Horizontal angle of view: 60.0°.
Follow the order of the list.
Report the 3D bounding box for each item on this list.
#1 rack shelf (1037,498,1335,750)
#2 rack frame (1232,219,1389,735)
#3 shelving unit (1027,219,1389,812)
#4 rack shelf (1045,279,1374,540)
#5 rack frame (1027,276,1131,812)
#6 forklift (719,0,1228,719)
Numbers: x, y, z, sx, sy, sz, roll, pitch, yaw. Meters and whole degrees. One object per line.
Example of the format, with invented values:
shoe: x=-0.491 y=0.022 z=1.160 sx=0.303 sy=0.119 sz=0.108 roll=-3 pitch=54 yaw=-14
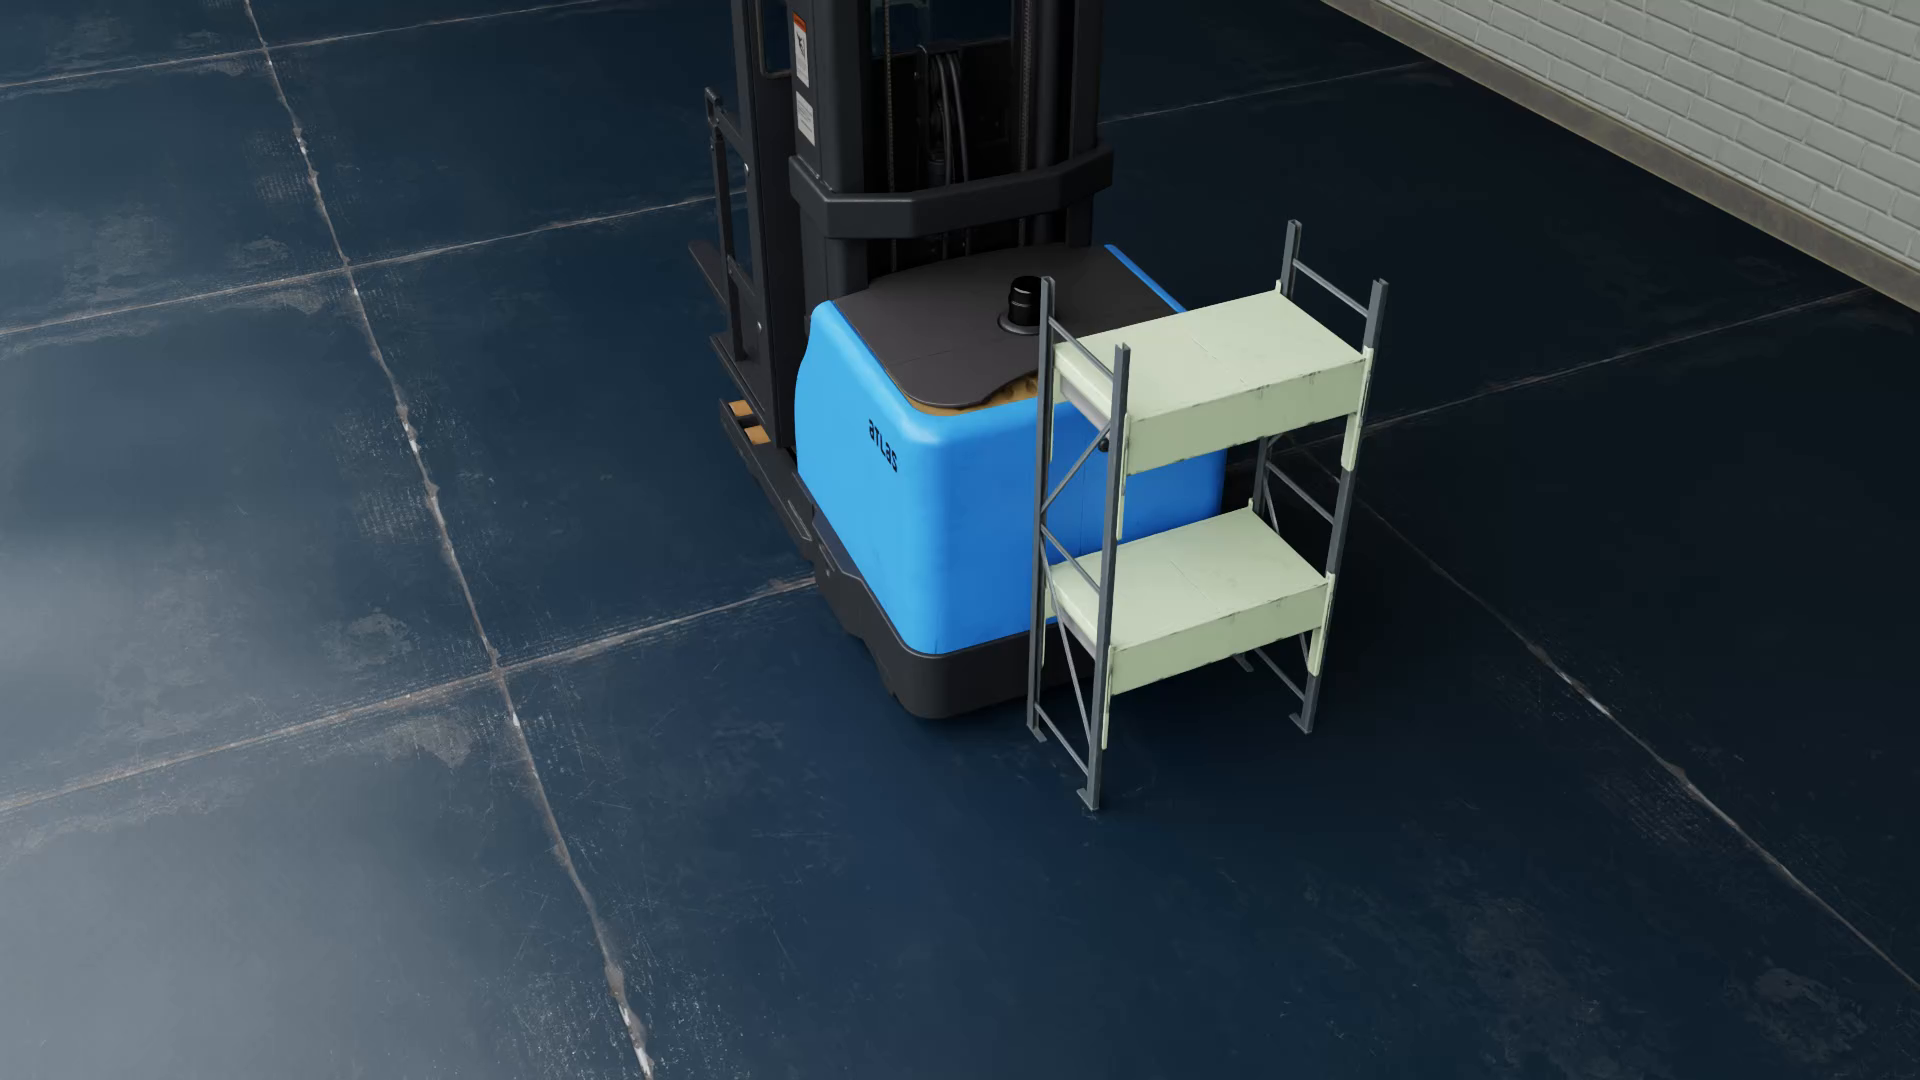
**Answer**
rack shelf: x=0.627 y=0.226 z=4.734 sx=0.720 sy=0.370 sz=0.431 roll=-16 pitch=39 yaw=-20
rack frame: x=0.957 y=-0.131 z=4.667 sx=0.023 sy=1.500 sz=0.400 roll=-16 pitch=39 yaw=-20
shelving unit: x=0.627 y=-0.036 z=4.540 sx=0.755 sy=1.500 sz=0.431 roll=-16 pitch=39 yaw=-20
rack shelf: x=0.627 y=-0.350 z=4.307 sx=0.720 sy=0.370 sz=0.431 roll=-16 pitch=39 yaw=-20
rack frame: x=0.297 y=0.058 z=4.412 sx=0.023 sy=1.500 sz=0.400 roll=-16 pitch=39 yaw=-20
forklift: x=-0.248 y=-1.521 z=5.341 sx=1.130 sy=2.935 sz=3.031 roll=-14 pitch=39 yaw=-19
